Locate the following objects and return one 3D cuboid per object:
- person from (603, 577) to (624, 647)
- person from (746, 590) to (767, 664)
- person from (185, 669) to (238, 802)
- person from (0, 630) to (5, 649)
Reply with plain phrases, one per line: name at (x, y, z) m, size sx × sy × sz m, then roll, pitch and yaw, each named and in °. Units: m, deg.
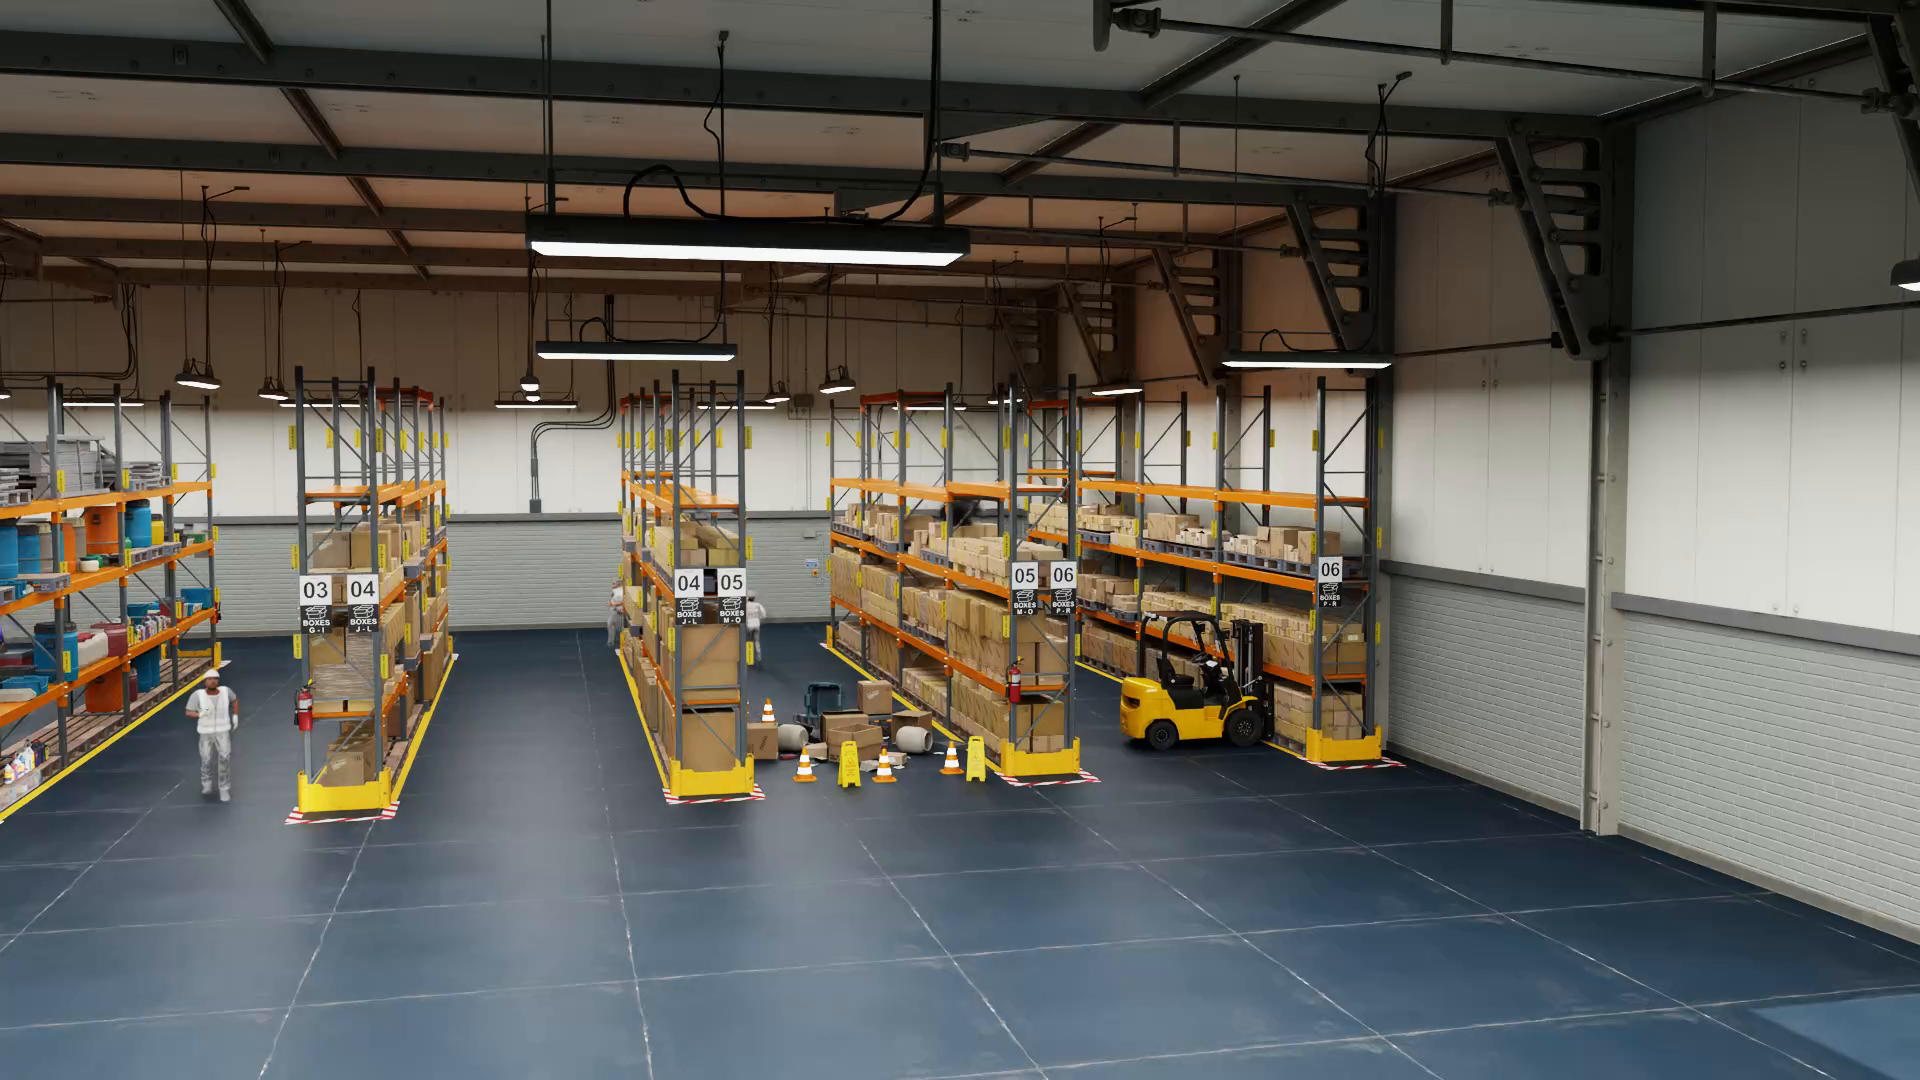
person at (-8.221, 1.773, 40.278) m, size 0.831 × 1.762 × 0.756 m, roll -1°, pitch 4°, yaw -16°
person at (-4.611, 1.968, 37.014) m, size 0.641 × 1.677 × 0.859 m, roll -1°, pitch 4°, yaw -22°
person at (-10.434, 2.721, 23.224) m, size 0.704 × 1.849 × 0.798 m, roll -2°, pitch 4°, yaw -30°
person at (-18.600, 2.278, 31.858) m, size 0.552 × 1.620 × 0.628 m, roll -2°, pitch 4°, yaw -26°
